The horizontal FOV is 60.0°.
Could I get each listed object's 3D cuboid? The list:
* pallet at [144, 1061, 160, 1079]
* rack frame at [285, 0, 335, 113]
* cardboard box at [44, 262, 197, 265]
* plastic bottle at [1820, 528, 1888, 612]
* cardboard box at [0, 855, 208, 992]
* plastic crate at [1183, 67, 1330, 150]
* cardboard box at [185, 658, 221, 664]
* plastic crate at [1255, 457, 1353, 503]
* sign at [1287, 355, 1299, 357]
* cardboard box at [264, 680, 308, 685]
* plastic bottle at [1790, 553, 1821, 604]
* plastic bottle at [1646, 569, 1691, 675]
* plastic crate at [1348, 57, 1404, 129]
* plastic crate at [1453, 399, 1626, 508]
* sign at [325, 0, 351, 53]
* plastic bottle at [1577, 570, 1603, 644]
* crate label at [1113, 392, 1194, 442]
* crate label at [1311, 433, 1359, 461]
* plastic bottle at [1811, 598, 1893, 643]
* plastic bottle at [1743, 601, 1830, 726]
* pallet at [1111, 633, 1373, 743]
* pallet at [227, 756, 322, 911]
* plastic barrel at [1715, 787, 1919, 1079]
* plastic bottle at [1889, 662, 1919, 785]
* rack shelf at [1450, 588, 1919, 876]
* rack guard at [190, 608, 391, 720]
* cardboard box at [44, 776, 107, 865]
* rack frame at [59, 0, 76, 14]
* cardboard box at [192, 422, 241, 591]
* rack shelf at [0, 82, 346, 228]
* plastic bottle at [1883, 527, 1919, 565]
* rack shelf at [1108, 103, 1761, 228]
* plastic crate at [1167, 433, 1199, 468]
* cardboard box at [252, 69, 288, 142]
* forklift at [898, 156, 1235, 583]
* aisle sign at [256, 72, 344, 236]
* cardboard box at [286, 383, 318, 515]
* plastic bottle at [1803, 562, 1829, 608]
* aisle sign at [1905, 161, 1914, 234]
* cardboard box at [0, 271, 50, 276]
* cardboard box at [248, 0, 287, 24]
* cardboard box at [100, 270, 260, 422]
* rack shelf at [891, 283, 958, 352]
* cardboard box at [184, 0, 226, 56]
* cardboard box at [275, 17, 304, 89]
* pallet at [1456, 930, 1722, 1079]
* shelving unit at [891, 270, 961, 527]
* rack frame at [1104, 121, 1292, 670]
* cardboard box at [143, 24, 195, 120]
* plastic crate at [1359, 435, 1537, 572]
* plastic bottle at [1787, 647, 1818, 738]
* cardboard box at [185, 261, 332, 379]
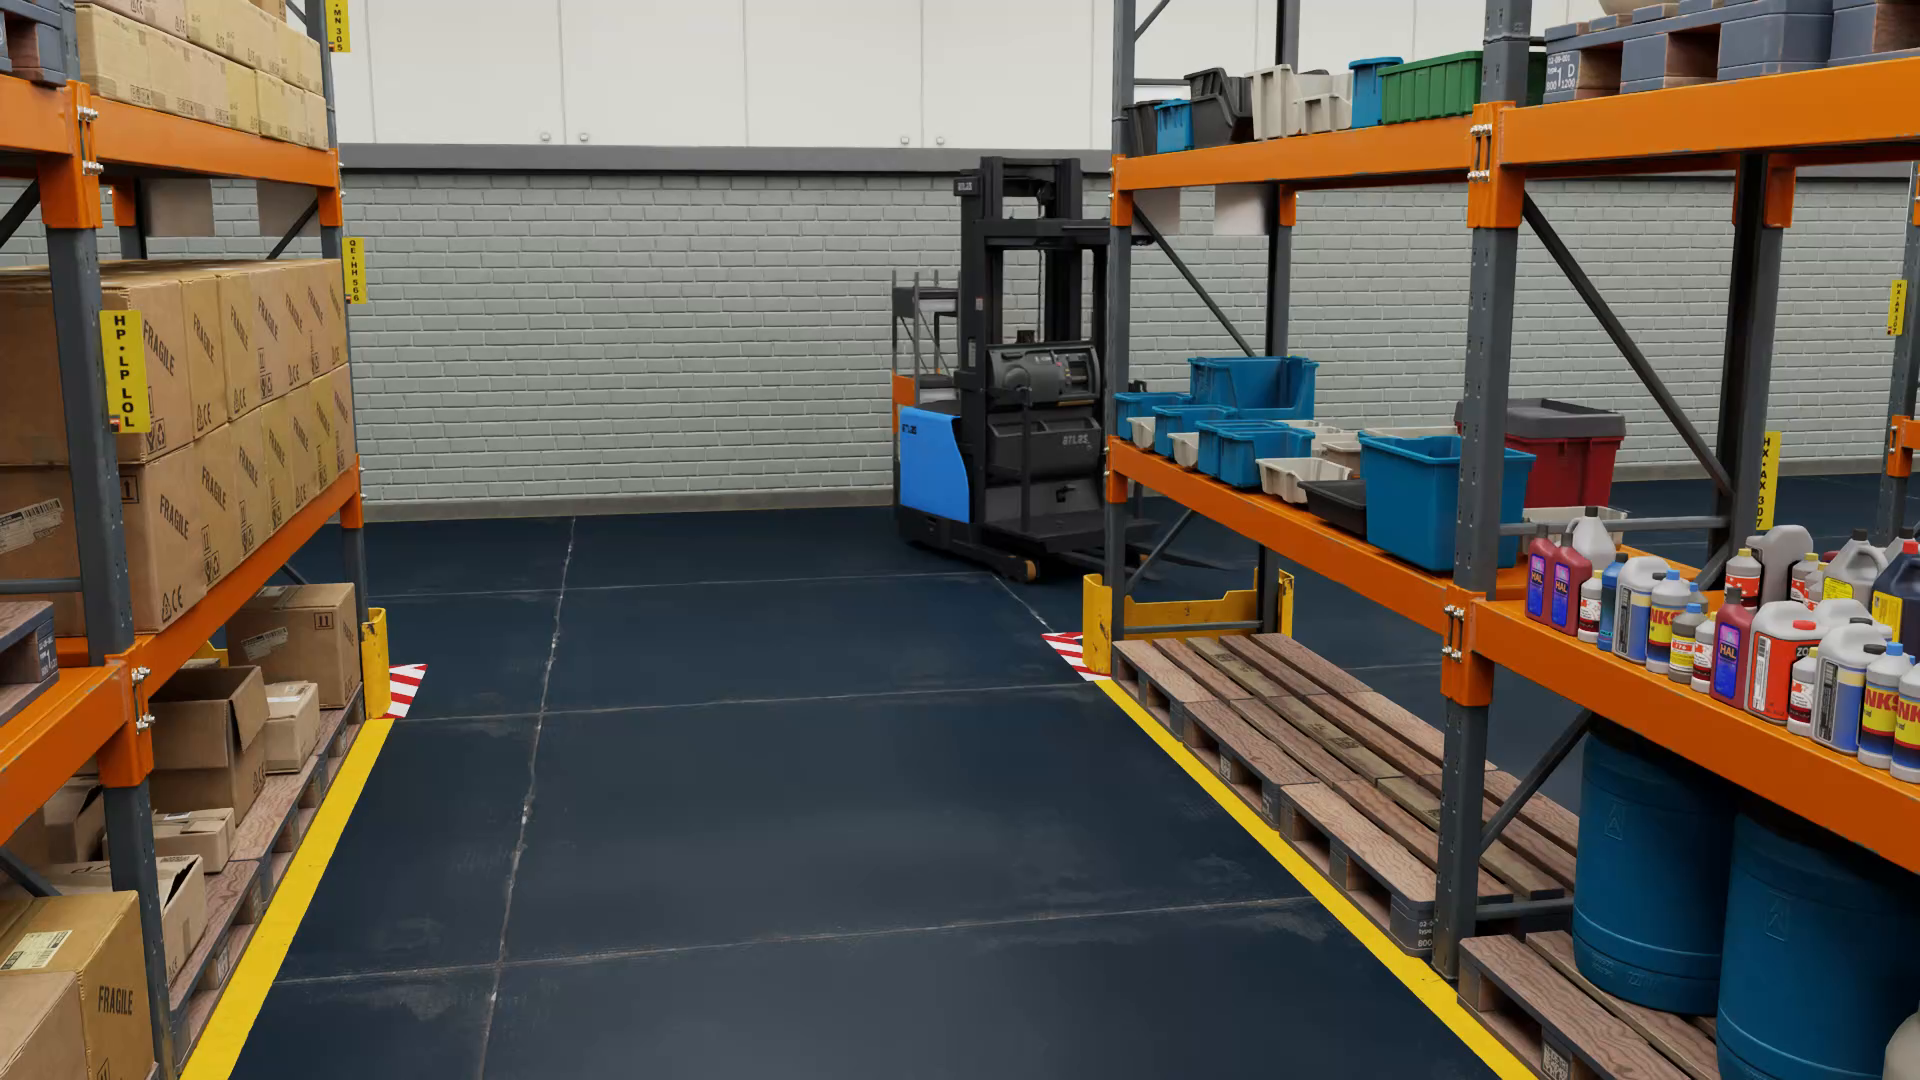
[{"bbox_3d":[-2.572,1.659,3.914,1.003,0.211,1.213,-2,11,-11],"label":"pallet"},{"bbox_3d":[-3.546,-3.539,7.724,1.000,3.000,0.127,-2,11,-11],"label":"rack frame"},{"bbox_3d":[-3.609,-0.946,7.201,0.500,0.500,0.500,-2,11,-10],"label":"cardboard box"},{"bbox_3d":[2.450,0.148,4.527,0.144,0.351,0.185,-2,11,-11],"label":"plastic bottle"},{"bbox_3d":[-2.637,1.162,5.086,0.500,0.311,0.500,-2,11,-11],"label":"cardboard box"},{"bbox_3d":[1.341,-1.924,7.428,0.504,0.338,0.767,-2,11,-11],"label":"plastic crate"},{"bbox_3d":[-3.801,0.682,8.041,0.380,0.149,0.250,-2,11,-11],"label":"cardboard box"},{"bbox_3d":[1.458,-0.246,7.012,0.293,0.136,0.466,-2,11,-11],"label":"plastic crate"},{"bbox_3d":[1.850,-0.875,9.333,0.100,0.325,0.005,-2,11,-11],"label":"sign"},{"bbox_3d":[-3.208,0.752,7.624,0.380,0.166,0.250,-2,11,-11],"label":"cardboard box"},{"bbox_3d":[2.535,0.141,4.967,0.097,0.201,0.097,0,11,0],"label":"plastic bottle"},{"bbox_3d":[1.875,0.214,4.396,0.097,0.271,0.097,0,11,0],"label":"plastic bottle"},{"bbox_3d":[1.602,-1.584,5.924,0.416,0.233,0.300,-2,11,-11],"label":"plastic crate"},{"bbox_3d":[2.164,-0.272,6.270,0.402,0.464,0.583,-2,11,-11],"label":"plastic crate"},{"bbox_3d":[-2.997,-2.517,8.008,0.100,0.325,0.005,-2,11,-11],"label":"sign"},{"bbox_3d":[1.811,0.187,4.720,0.097,0.201,0.097,0,11,0],"label":"plastic bottle"},{"bbox_3d":[1.039,-0.661,8.937,0.416,0.233,0.303,-2,11,-11],"label":"crate label"},{"bbox_3d":[1.770,-0.425,7.949,0.396,0.136,0.243,-2,11,-11],"label":"crate label"},{"bbox_3d":[2.137,0.286,4.002,0.152,0.276,0.135,-2,11,-11],"label":"plastic bottle"},{"bbox_3d":[1.988,0.292,3.973,0.152,0.276,0.135,-2,11,-11],"label":"plastic bottle"},{"bbox_3d":[1.436,0.751,8.686,1.003,0.211,1.213,-2,11,-11],"label":"pallet"},{"bbox_3d":[-3.141,1.161,6.531,1.003,0.211,1.213,-2,11,-11],"label":"pallet"},{"bbox_3d":[2.319,1.017,4.320,0.600,0.901,0.708,-2,11,-11],"label":"plastic barrel"},{"bbox_3d":[2.048,0.377,3.540,0.097,0.271,0.097,0,11,0],"label":"plastic bottle"},{"bbox_3d":[2.481,0.682,3.513,1.077,0.370,4.000,-2,11,-11],"label":"rack shelf"},{"bbox_3d":[-3.531,0.650,8.445,1.175,0.500,0.348,-2,11,-11],"label":"rack guard"},{"bbox_3d":[-3.303,1.015,5.858,0.500,0.311,0.500,-2,11,-11],"label":"cardboard box"},{"bbox_3d":[-2.768,-2.805,3.869,1.000,3.000,0.127,-2,11,-11],"label":"rack frame"},{"bbox_3d":[-2.702,-0.105,5.457,0.500,0.500,0.500,-2,11,-10],"label":"cardboard box"},{"bbox_3d":[-3.157,-1.345,6.144,1.077,0.370,4.000,-2,11,-11],"label":"rack shelf"},{"bbox_3d":[2.592,0.143,4.554,0.144,0.351,0.185,-2,11,-11],"label":"plastic bottle"},{"bbox_3d":[1.703,-1.525,7.087,1.077,0.370,4.000,-2,11,-11],"label":"rack shelf"},{"bbox_3d":[1.152,-0.428,7.967,0.250,0.136,0.298,-2,11,-11],"label":"plastic crate"},{"bbox_3d":[-2.991,-1.724,6.610,0.500,0.250,0.500,-2,11,-11],"label":"cardboard box"},{"bbox_3d":[0.731,-1.236,11.853,1.130,2.935,3.031,-7,13,-32],"label":"forklift"},{"bbox_3d":[-3.258,-1.893,8.166,0.394,0.787,0.004,-2,11,-11],"label":"aisle sign"},{"bbox_3d":[-2.995,-0.382,6.914,0.500,0.500,0.500,-2,11,-11],"label":"cardboard box"},{"bbox_3d":[2.501,0.167,4.827,0.097,0.201,0.097,0,11,0],"label":"plastic bottle"},{"bbox_3d":[5.864,-2.231,9.943,0.394,0.787,0.004,-2,11,-11],"label":"aisle sign"},{"bbox_3d":[-3.320,-0.668,5.744,0.500,0.500,0.500,-2,11,-11],"label":"cardboard box"},{"bbox_3d":[-3.430,-2.512,7.409,0.700,0.500,0.500,-2,11,-11],"label":"cardboard box"},{"bbox_3d":[-2.784,-0.684,5.828,0.500,0.500,0.500,-2,11,-13],"label":"cardboard box"},{"bbox_3d":[-0.265,-1.784,13.281,0.431,0.518,0.480,-5,12,-23],"label":"rack shelf"},{"bbox_3d":[-2.803,-1.786,5.598,0.500,0.250,0.500,-2,11,-11],"label":"cardboard box"},{"bbox_3d":[-3.098,-2.061,7.043,0.500,0.250,0.500,-2,11,-11],"label":"cardboard box"},{"bbox_3d":[2.201,1.475,4.882,1.003,0.211,1.213,-2,11,-11],"label":"pallet"},{"bbox_3d":[-0.265,-1.109,13.409,0.431,2.100,0.503,-5,12,-23],"label":"shelving unit"},{"bbox_3d":[1.314,-0.771,9.227,1.000,3.000,0.127,-2,11,-11],"label":"rack frame"},{"bbox_3d":[-2.713,-1.448,5.162,0.500,0.250,0.500,-2,11,-11],"label":"cardboard box"},{"bbox_3d":[1.667,-0.133,5.753,0.392,0.384,0.575,-2,11,-11],"label":"plastic crate"},{"bbox_3d":[1.984,0.351,3.863,0.097,0.201,0.097,0,11,0],"label":"plastic bottle"},{"bbox_3d":[-3.090,-0.968,7.319,0.500,0.500,0.500,-2,11,-9],"label":"cardboard box"}]
